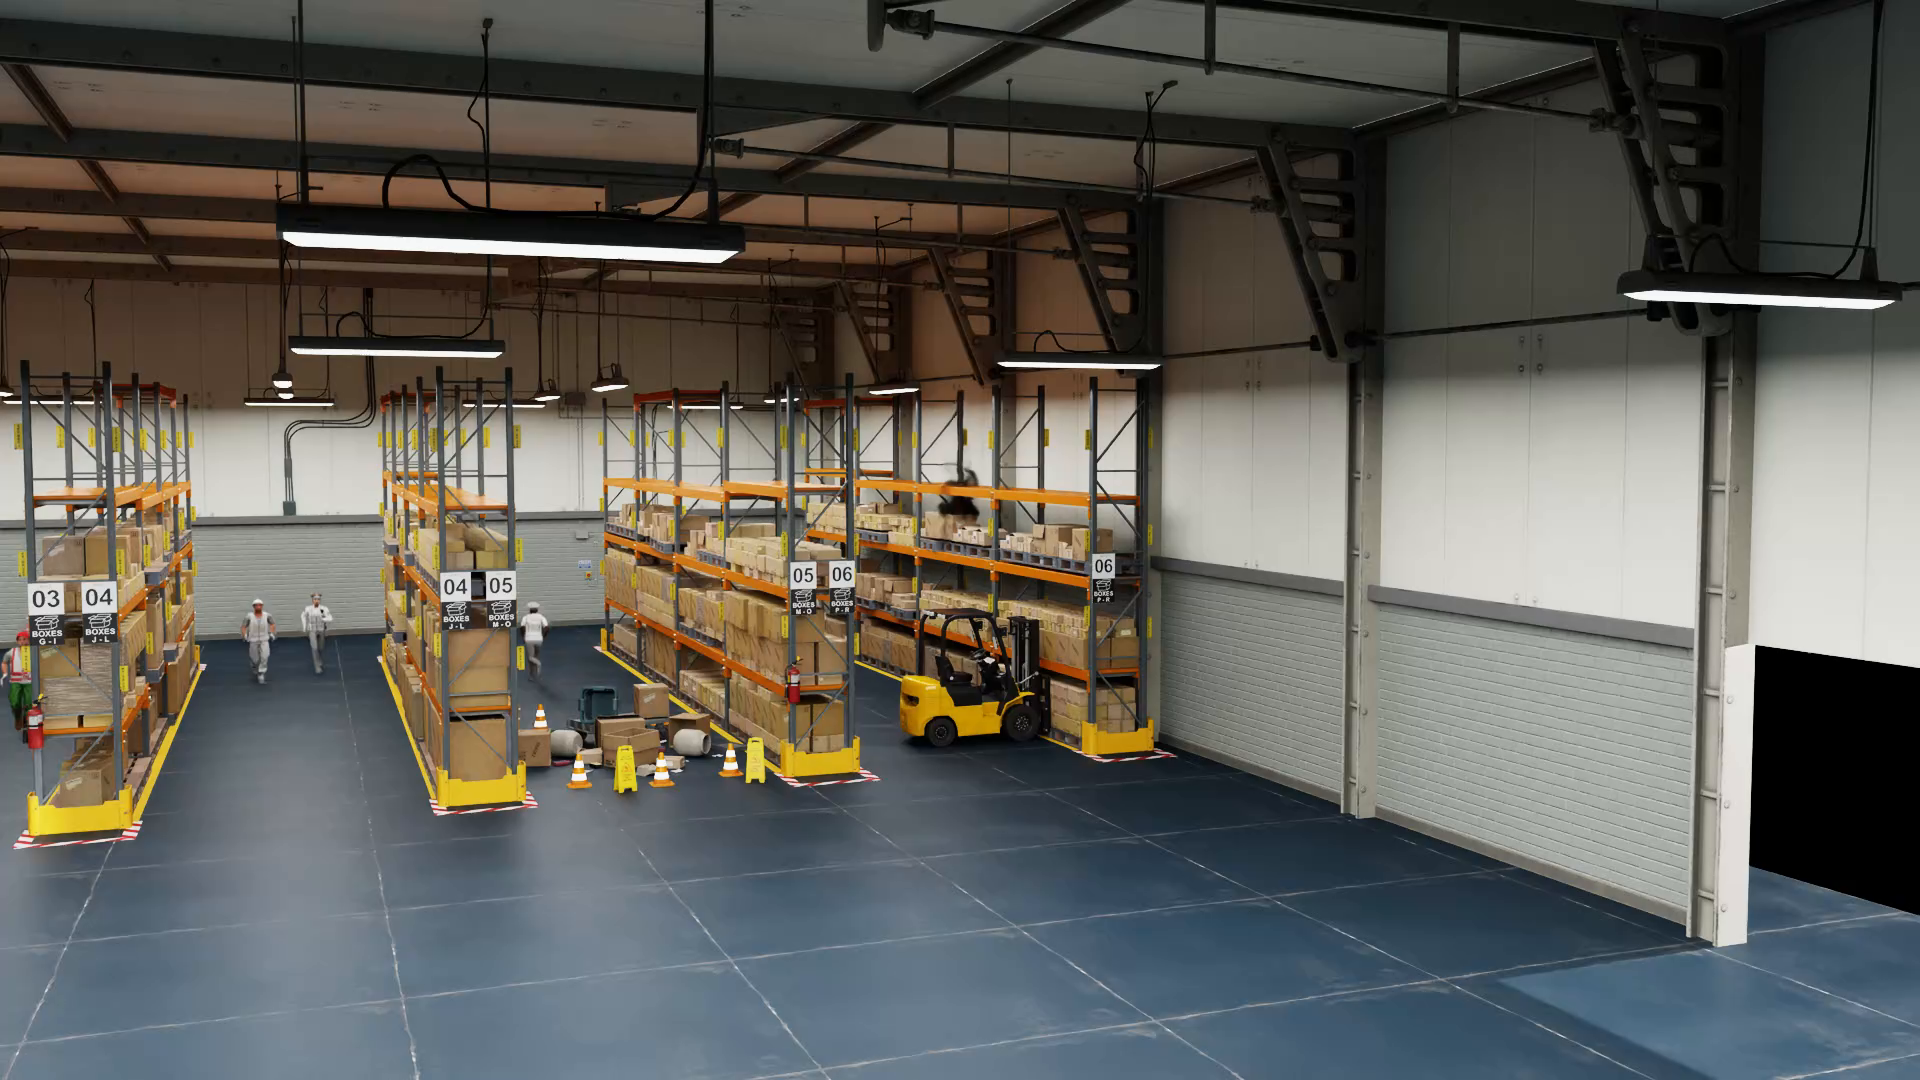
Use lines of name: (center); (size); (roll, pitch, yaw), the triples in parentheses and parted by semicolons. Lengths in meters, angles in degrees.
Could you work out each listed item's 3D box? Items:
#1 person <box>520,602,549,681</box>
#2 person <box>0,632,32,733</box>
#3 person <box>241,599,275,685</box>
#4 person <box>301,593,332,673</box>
person: (-8.766, 2.141, 34.313); (0.578, 1.682, 0.907); (-2, 4, -30)
person: (-15.868, 2.424, 28.142); (0.664, 1.739, 0.603); (-2, 4, -24)
person: (-14.429, 2.076, 34.219); (0.654, 1.750, 0.801); (-2, 4, -28)
person: (-13.856, 1.973, 35.850); (0.608, 1.683, 0.942); (-2, 4, -26)
